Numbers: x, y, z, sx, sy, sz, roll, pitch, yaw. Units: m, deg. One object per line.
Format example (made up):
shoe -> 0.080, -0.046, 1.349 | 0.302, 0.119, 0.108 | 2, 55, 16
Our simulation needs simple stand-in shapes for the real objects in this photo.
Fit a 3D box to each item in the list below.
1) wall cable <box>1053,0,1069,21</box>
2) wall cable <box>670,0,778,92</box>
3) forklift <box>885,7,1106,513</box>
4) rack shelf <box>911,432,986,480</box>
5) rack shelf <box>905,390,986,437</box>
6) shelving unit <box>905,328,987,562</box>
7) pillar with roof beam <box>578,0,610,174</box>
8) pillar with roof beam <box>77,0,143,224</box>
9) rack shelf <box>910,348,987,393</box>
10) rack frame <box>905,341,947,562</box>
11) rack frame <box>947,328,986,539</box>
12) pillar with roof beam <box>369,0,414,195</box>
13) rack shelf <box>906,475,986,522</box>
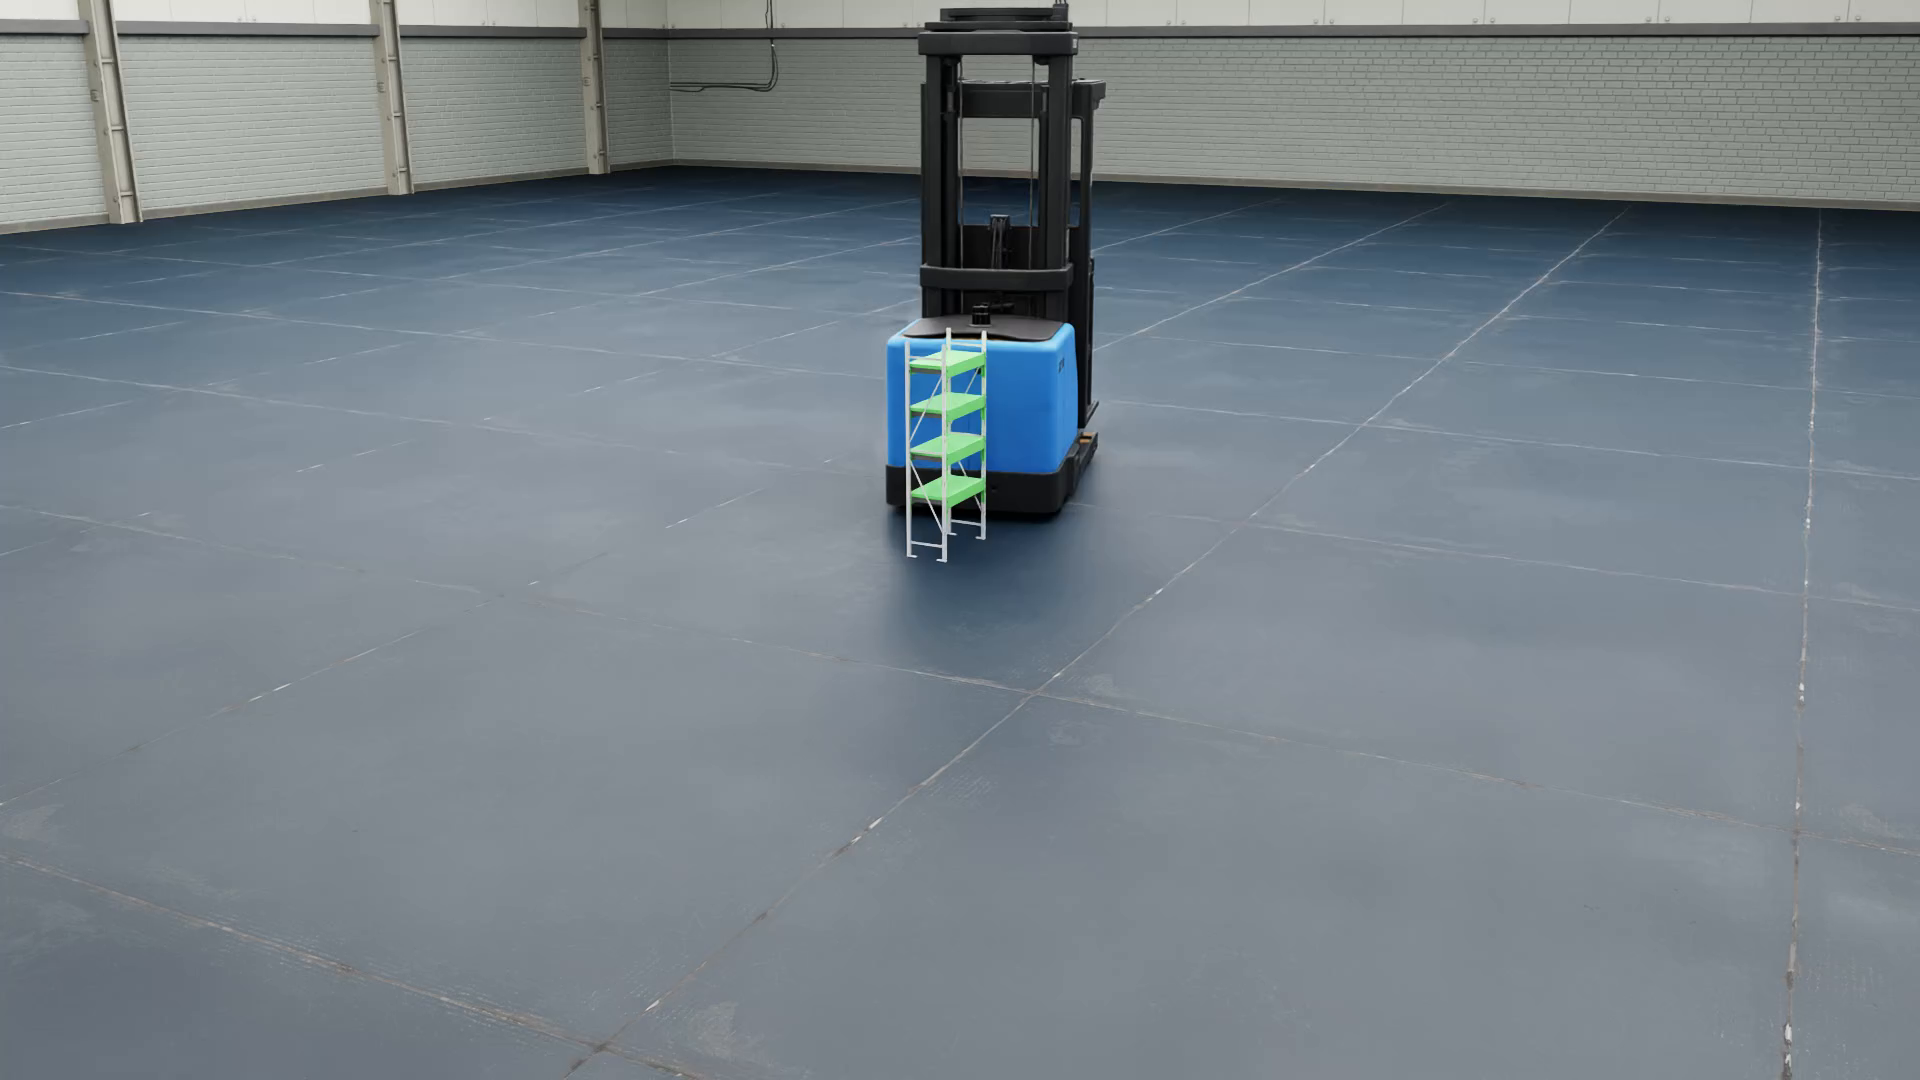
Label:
wall cable -> 2.965, -13.468, 33.089 | 2.305, 6.003, 0.169 | 8, 18, 25
wall cable -> -5.521, -11.561, 38.096 | 3.097, 2.526, 0.112 | 8, 18, 25
forklift -> 0.341, -1.939, 10.904 | 1.130, 2.935, 3.031 | 3, 17, 11
rack shelf -> -0.074, -0.472, 9.230 | 0.258, 0.148, 0.480 | 8, 18, 25
rack shelf -> -0.074, -0.702, 9.161 | 0.258, 0.148, 0.480 | 8, 18, 25
shelving unit -> -0.074, -0.533, 9.212 | 0.258, 1.200, 0.503 | 8, 18, 25
pillar with roof beam -> -4.169, -11.919, 33.850 | 9.100, 9.000, 0.400 | 8, 18, 25
pillar with roof beam -> -9.531, -8.863, 23.559 | 9.100, 9.000, 0.400 | 8, 18, 25
rack shelf -> -0.074, -0.932, 9.093 | 0.258, 0.148, 0.480 | 8, 18, 25
rack frame -> -0.183, -0.471, 9.002 | 0.240, 1.200, 0.015 | 8, 18, 25
rack frame -> 0.035, -0.595, 9.421 | 0.240, 1.200, 0.015 | 8, 18, 25
pillar with roof beam -> -6.850, -10.391, 28.704 | 9.100, 9.000, 0.400 | 8, 18, 25
rack shelf -> -0.074, -0.242, 9.298 | 0.258, 0.148, 0.480 | 8, 18, 25
